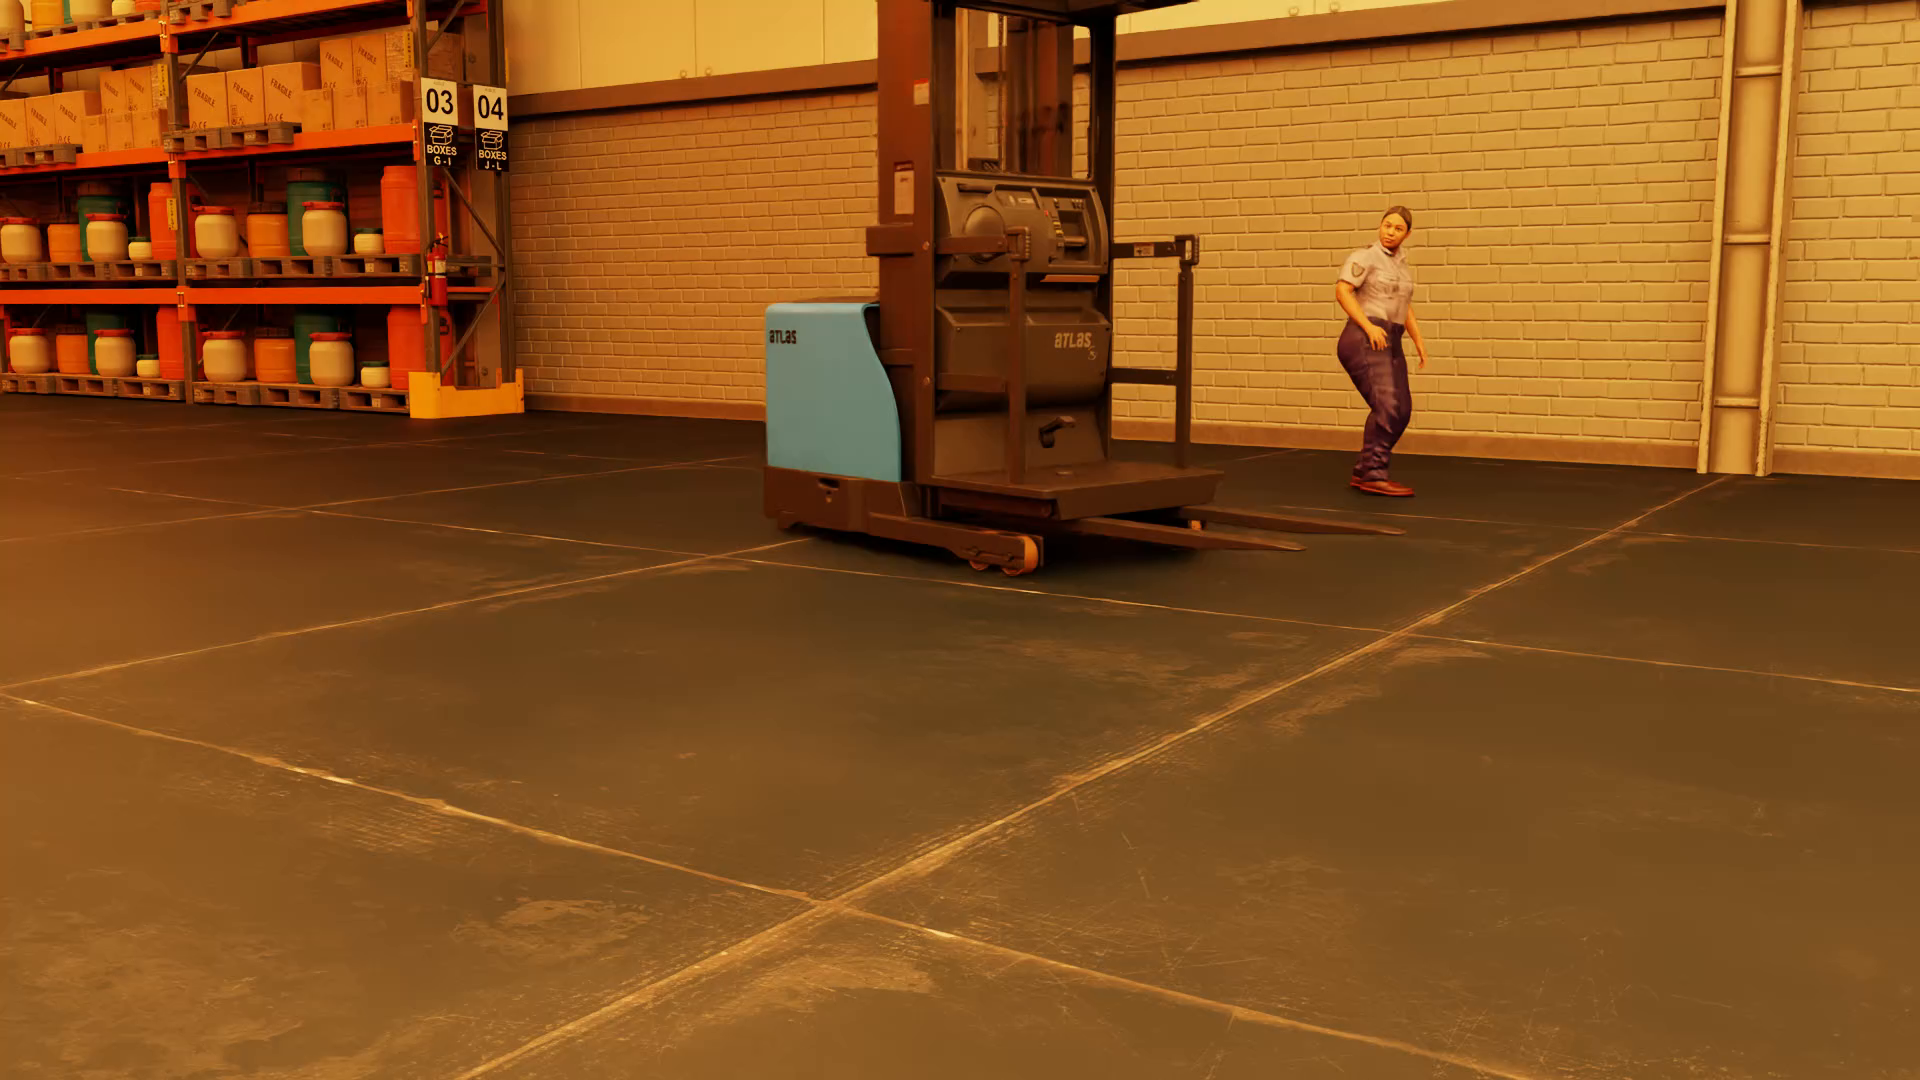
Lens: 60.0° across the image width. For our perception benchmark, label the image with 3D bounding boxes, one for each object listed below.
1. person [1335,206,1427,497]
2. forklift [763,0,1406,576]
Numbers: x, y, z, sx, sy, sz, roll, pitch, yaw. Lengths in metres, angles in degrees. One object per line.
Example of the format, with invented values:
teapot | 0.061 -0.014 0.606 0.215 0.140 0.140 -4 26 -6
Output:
person | 2.441 -1.072 9.448 0.487 1.618 0.677 6 10 38
forklift | 0.420 -1.387 6.949 1.130 2.935 3.031 -7 11 -41
